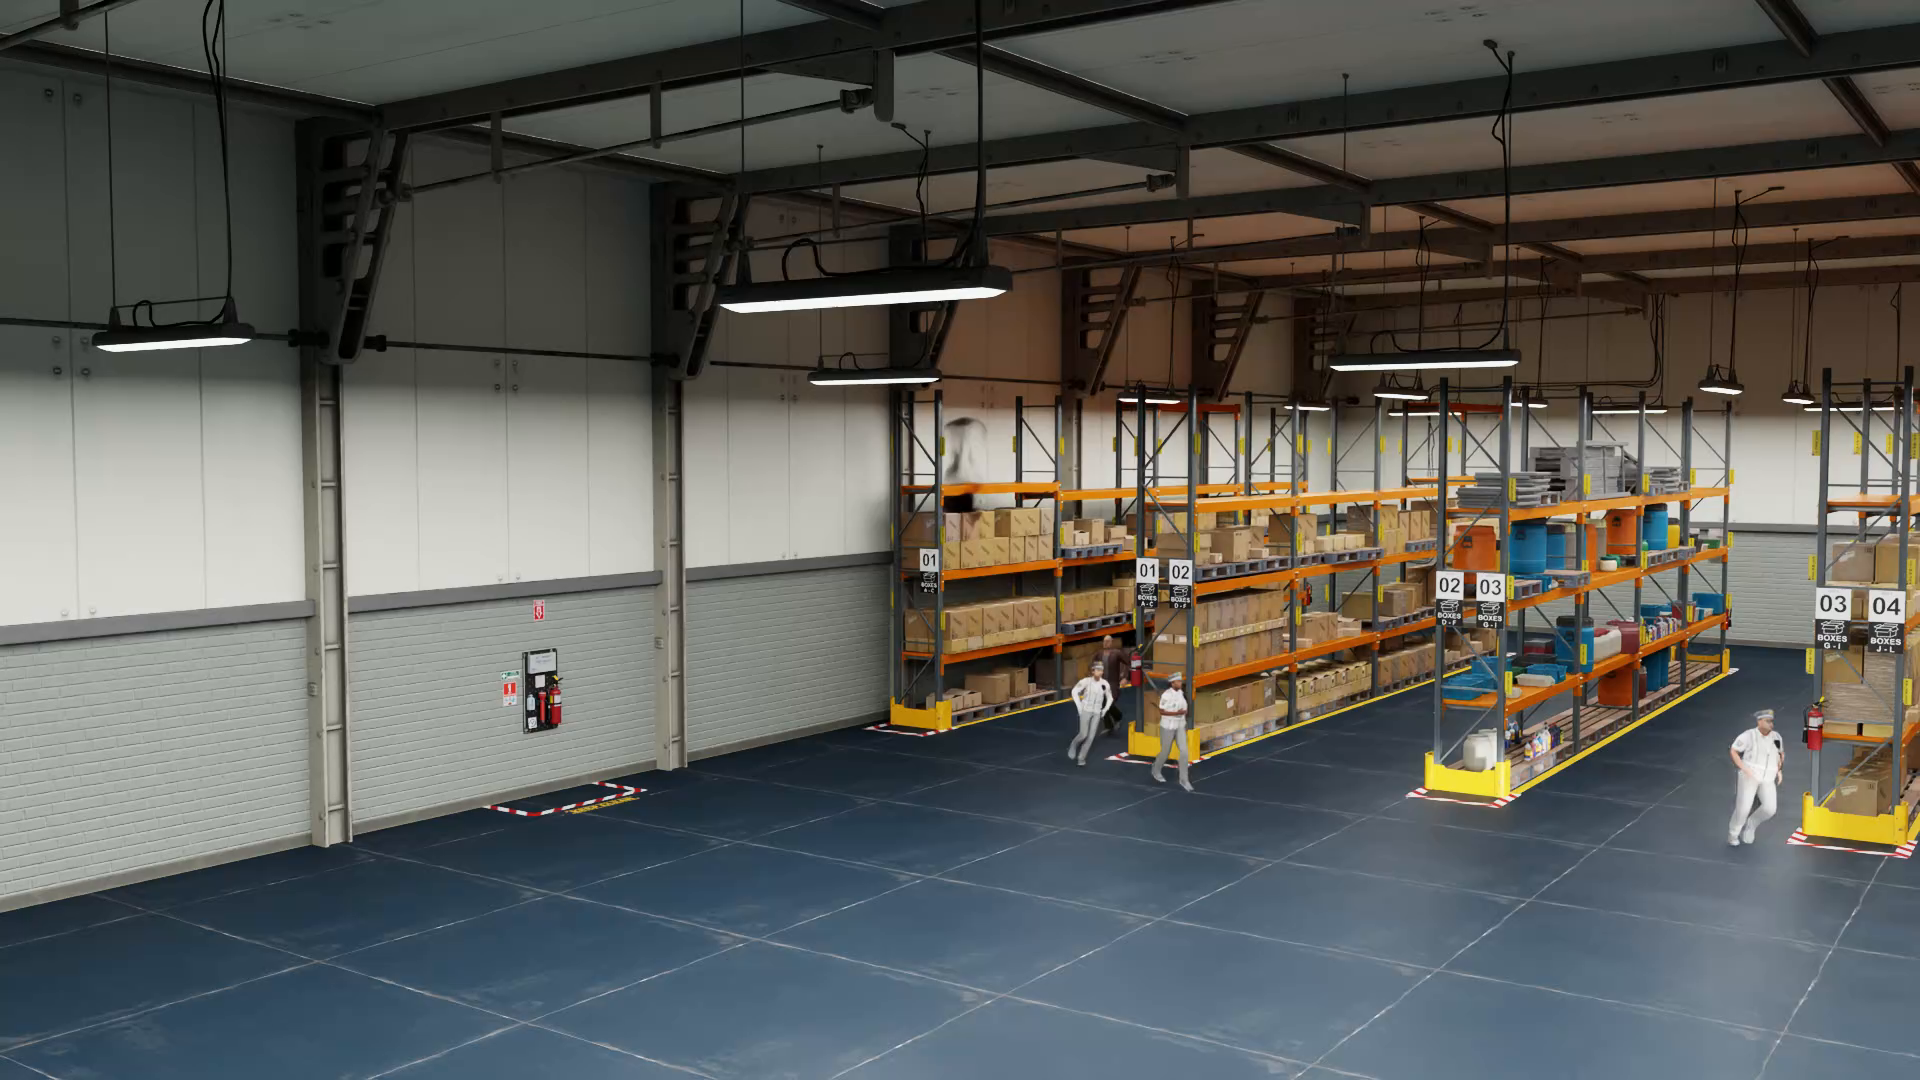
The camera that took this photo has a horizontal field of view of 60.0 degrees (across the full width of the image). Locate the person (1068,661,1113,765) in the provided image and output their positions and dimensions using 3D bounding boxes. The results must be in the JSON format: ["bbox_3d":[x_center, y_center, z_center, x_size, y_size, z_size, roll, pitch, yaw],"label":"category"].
[{"bbox_3d":[2.084,2.715,26.209,0.673,1.641,0.523,-1,3,-12],"label":"person"}]

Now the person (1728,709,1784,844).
[{"bbox_3d":[10.025,2.968,20.821,0.721,1.717,0.567,0,3,2],"label":"person"}]

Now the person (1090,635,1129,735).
[{"bbox_3d":[2.579,2.539,28.792,0.743,1.693,0.651,2,4,28],"label":"person"}]

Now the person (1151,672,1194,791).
[{"bbox_3d":[3.086,2.788,24.394,0.555,1.747,0.816,-2,4,-36],"label":"person"}]
